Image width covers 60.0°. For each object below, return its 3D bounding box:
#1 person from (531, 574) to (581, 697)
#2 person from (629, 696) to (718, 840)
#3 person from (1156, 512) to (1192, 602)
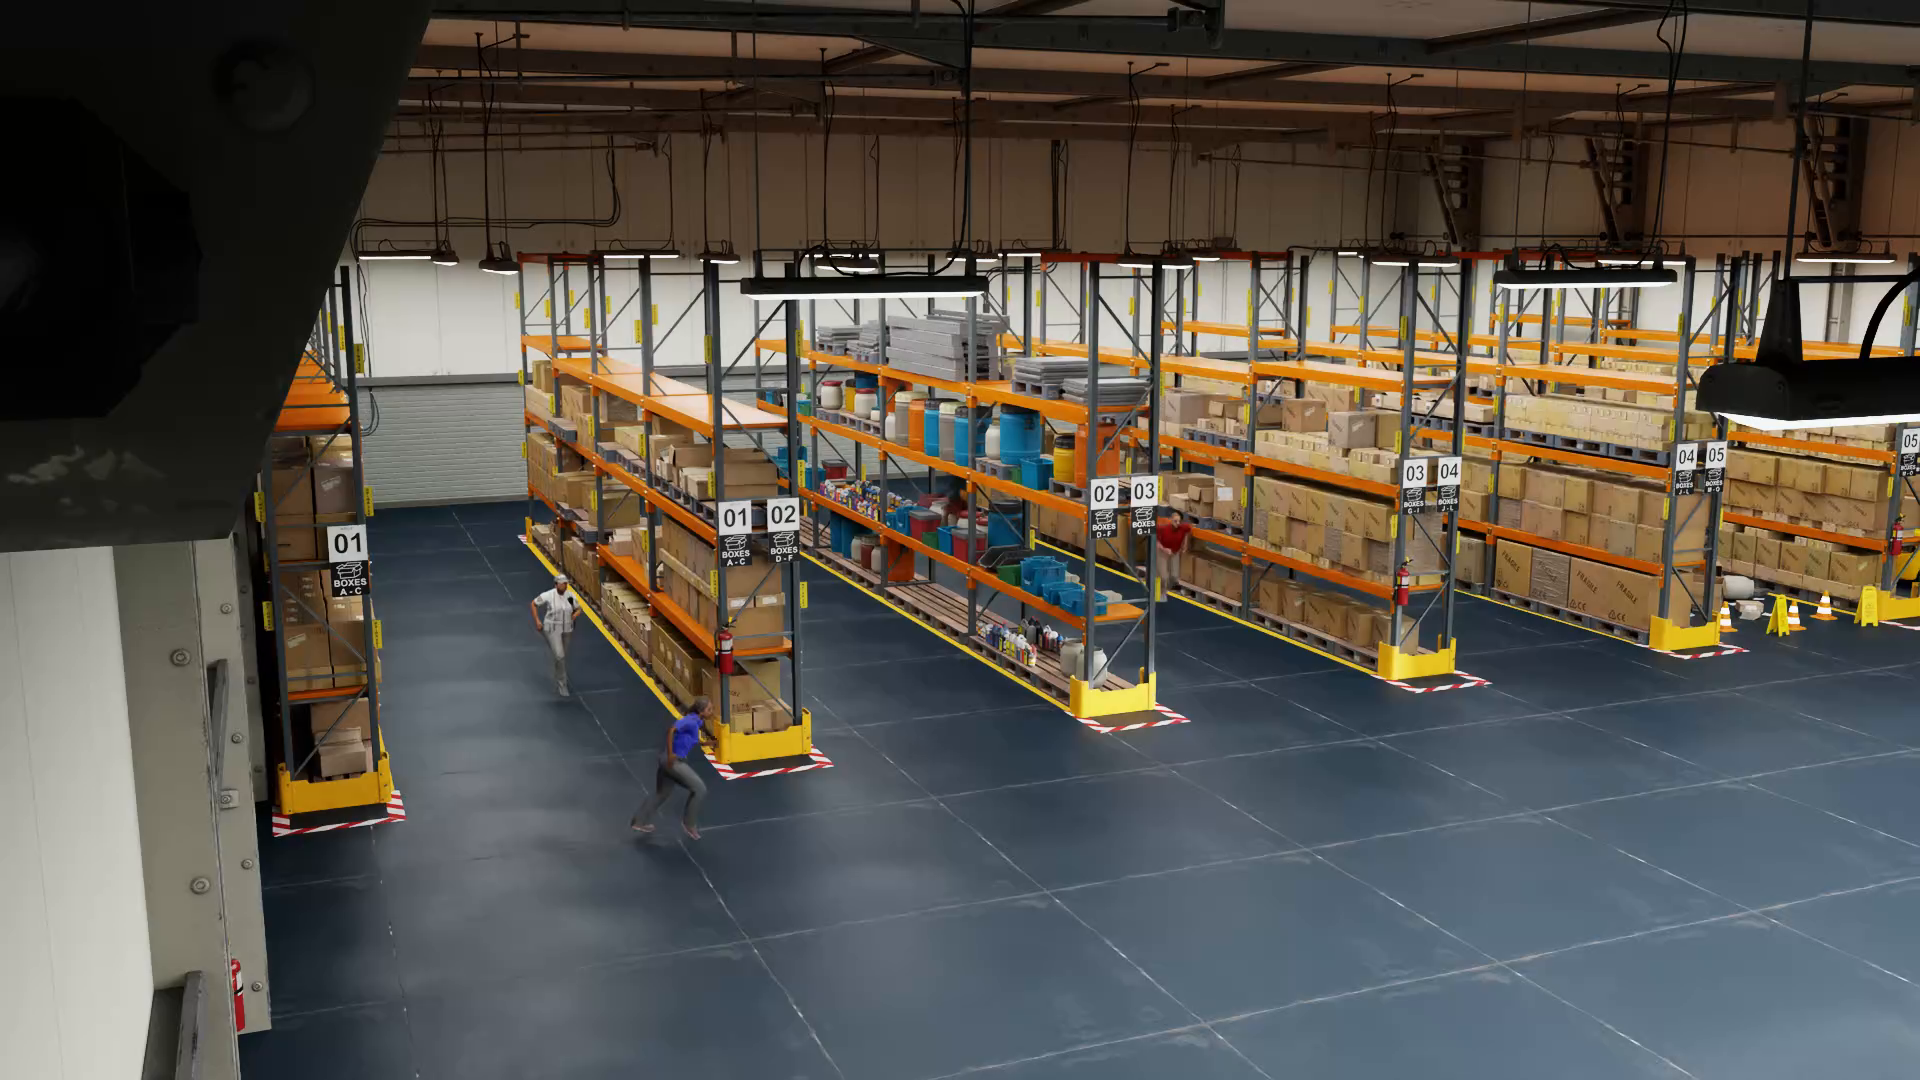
[{"bbox_3d":[-5.659,1.302,23.359,0.643,1.715,0.863,-7,13,-35],"label":"person"},{"bbox_3d":[-3.030,2.442,17.555,0.954,1.596,0.623,-1,10,-6],"label":"person"},{"bbox_3d":[3.533,0.277,27.675,0.695,1.571,0.806,-3,11,-13],"label":"person"}]
